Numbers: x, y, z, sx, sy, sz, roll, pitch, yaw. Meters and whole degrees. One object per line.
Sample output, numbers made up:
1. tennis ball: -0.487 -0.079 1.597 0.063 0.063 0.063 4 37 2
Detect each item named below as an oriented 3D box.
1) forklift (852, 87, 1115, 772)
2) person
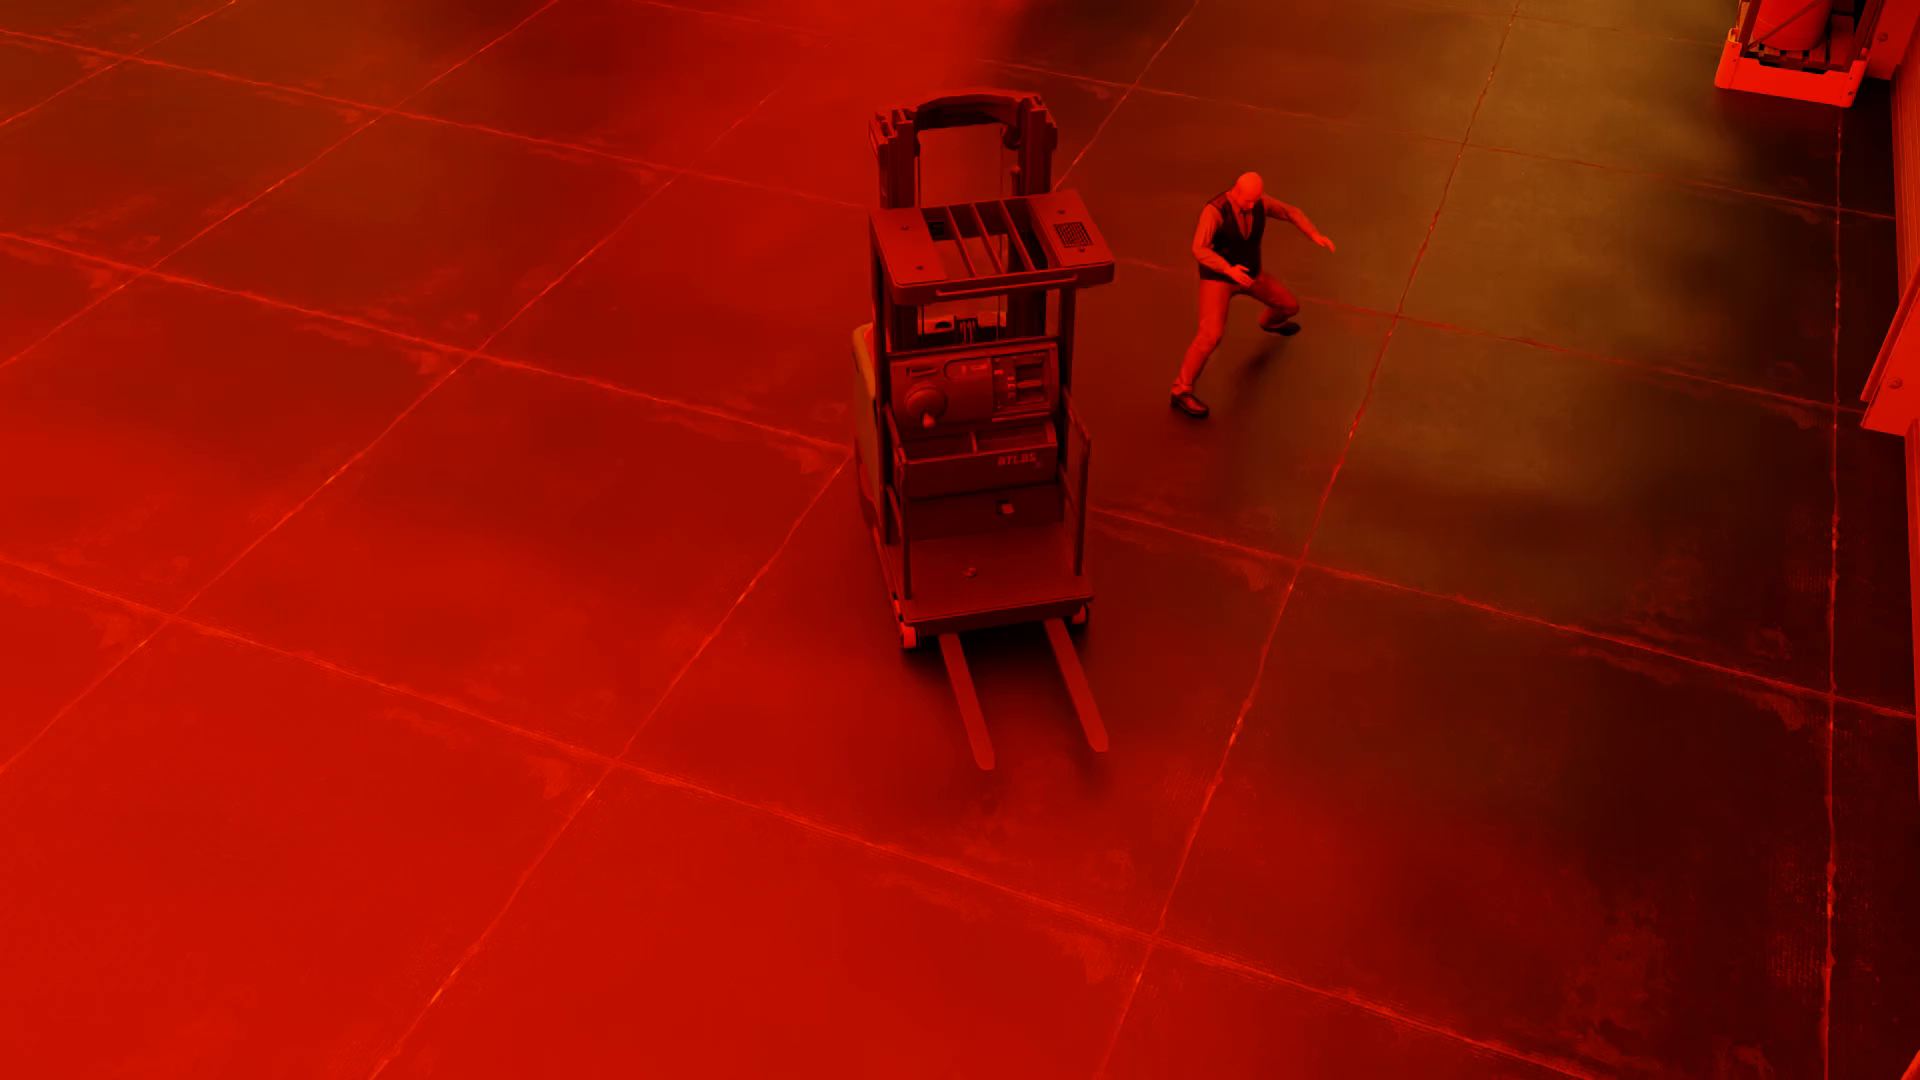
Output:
1. forklift: 0.131 -0.762 8.917 1.130 2.935 3.031 -8 41 -9
2. person: 1.975 -1.771 11.229 1.298 1.506 0.735 -18 43 -20
